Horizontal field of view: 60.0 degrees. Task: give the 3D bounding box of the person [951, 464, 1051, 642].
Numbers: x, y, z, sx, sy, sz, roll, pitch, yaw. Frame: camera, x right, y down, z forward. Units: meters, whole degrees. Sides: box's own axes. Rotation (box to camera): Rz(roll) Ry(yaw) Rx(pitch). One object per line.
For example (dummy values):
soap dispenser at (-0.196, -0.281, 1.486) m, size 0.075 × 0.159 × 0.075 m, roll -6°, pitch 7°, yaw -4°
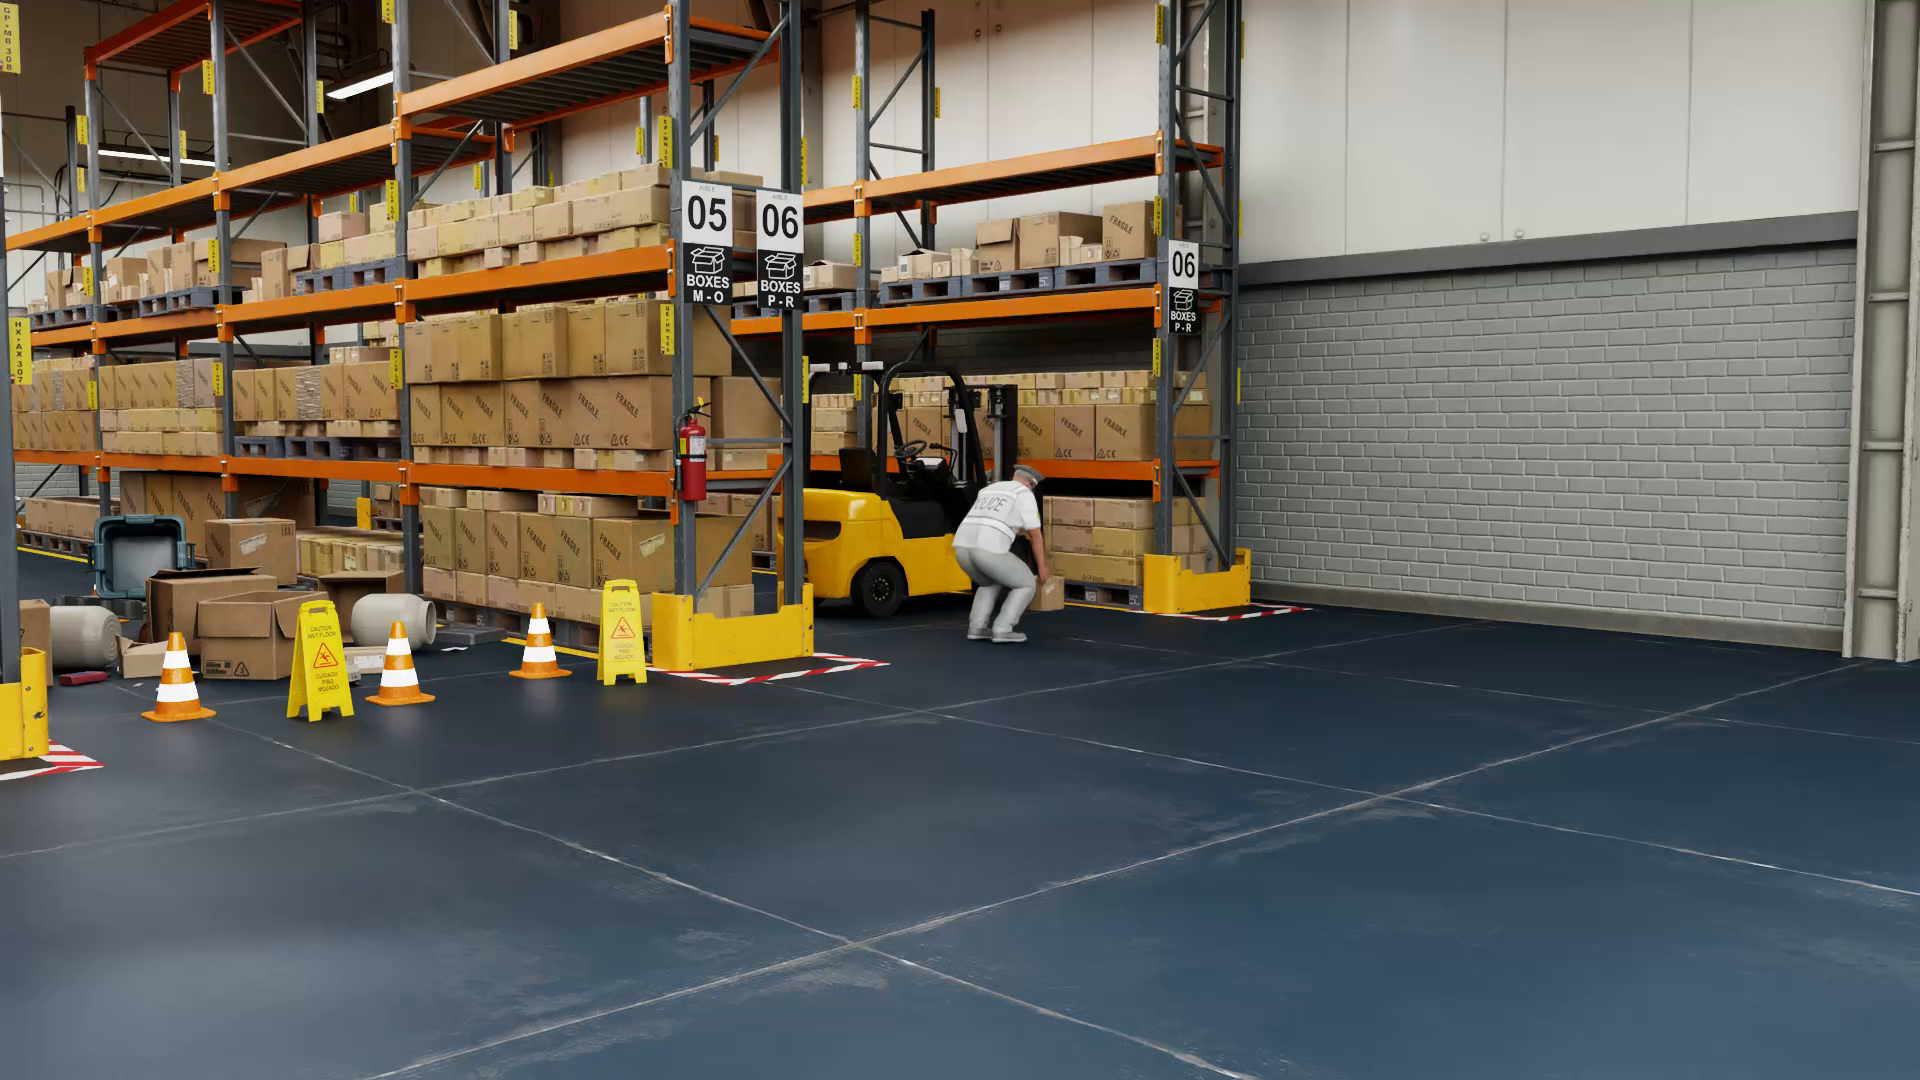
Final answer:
person at (0.303, 0.094, 12.545) m, size 0.851 × 1.324 × 0.589 m, roll -4°, pitch 5°, yaw -44°
